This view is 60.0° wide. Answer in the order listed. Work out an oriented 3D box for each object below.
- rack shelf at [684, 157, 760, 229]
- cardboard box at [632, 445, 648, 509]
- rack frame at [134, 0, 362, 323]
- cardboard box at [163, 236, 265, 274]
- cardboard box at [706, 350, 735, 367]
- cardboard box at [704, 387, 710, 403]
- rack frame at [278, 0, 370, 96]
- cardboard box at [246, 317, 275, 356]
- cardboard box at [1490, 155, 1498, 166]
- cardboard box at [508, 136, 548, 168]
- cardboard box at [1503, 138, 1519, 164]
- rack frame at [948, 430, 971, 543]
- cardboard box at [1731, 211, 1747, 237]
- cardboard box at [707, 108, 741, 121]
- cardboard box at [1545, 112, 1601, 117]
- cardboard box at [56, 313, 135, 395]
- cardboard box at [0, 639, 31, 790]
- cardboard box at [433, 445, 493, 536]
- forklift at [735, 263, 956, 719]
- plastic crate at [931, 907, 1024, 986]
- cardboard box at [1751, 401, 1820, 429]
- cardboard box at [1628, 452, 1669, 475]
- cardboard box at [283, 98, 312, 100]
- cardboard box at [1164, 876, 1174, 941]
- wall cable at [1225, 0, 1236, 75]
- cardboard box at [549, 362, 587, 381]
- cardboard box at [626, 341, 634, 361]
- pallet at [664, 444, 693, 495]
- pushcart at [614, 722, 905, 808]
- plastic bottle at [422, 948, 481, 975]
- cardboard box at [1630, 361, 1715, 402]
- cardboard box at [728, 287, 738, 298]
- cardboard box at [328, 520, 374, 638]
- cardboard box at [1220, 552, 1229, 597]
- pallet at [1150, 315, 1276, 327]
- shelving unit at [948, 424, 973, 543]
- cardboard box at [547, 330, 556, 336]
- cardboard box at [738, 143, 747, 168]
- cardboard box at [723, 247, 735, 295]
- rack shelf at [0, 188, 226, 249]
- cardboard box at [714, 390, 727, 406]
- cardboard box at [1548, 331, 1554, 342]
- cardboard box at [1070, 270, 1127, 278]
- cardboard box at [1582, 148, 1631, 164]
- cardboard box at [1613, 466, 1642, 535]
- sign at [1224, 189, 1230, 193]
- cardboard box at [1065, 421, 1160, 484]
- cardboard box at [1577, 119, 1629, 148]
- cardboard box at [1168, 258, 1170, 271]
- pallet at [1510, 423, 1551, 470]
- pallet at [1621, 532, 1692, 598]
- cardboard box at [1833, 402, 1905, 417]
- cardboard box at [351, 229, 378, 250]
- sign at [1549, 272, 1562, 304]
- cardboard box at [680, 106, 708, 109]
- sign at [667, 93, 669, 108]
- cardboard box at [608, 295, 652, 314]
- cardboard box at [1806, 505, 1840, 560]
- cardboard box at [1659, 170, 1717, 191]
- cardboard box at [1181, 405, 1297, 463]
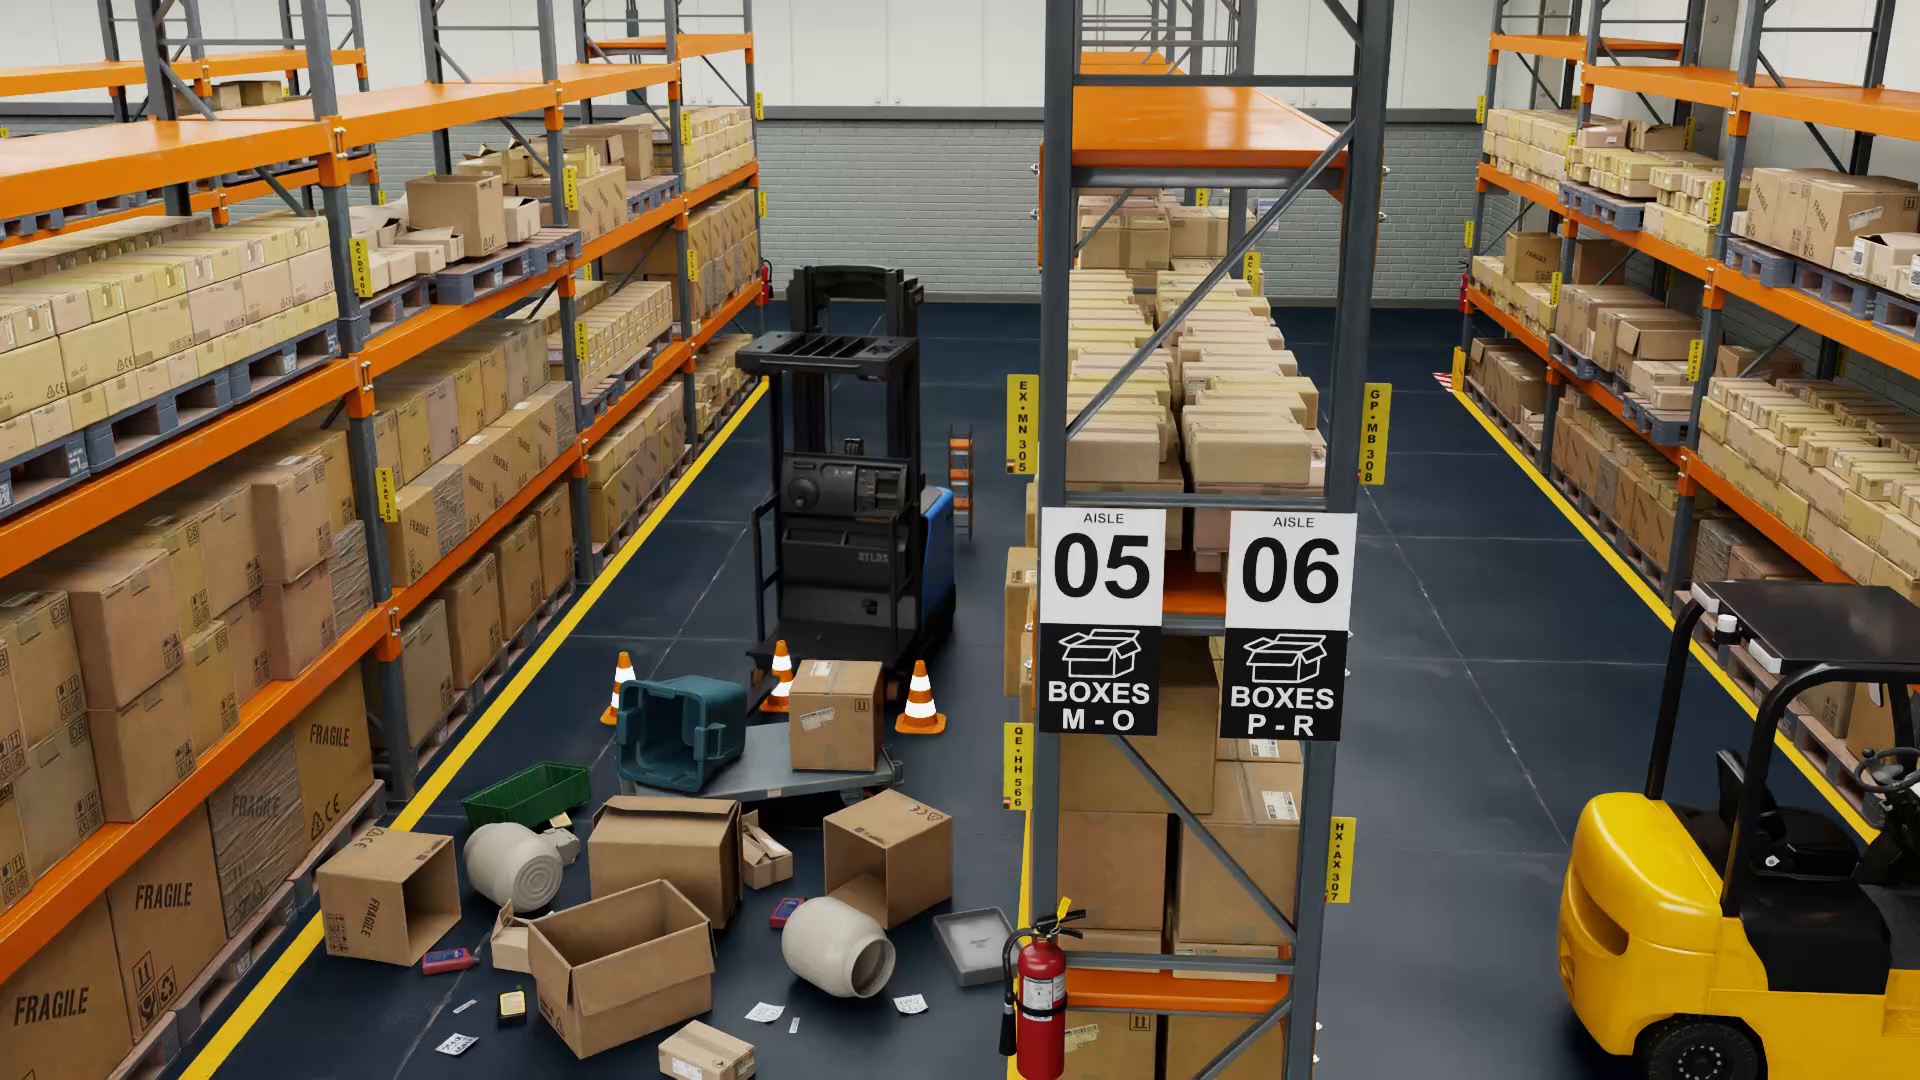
[{"bbox_3d":[-3.188,-4.015,19.023,1.077,0.370,4.000,1,18,4],"label":"rack shelf"},{"bbox_3d":[-3.249,-0.609,15.631,0.500,0.500,0.500,1,18,3],"label":"cardboard box"},{"bbox_3d":[-3.905,-2.676,8.965,1.000,3.000,0.127,1,18,4],"label":"rack frame"},{"bbox_3d":[-3.669,-1.402,8.183,0.380,0.149,0.250,2,18,5],"label":"cardboard box"},{"bbox_3d":[-2.843,-2.186,20.052,0.380,0.149,0.250,2,18,6],"label":"cardboard box"},{"bbox_3d":[-3.054,-1.642,18.871,0.380,0.149,0.250,0,18,1],"label":"cardboard box"},{"bbox_3d":[-7.985,-6.545,20.773,1.000,3.000,0.127,1,18,4],"label":"rack frame"},{"bbox_3d":[-3.666,-1.020,8.297,0.380,0.149,0.250,1,18,4],"label":"cardboard box"},{"bbox_3d":[6.596,-4.576,19.983,0.380,0.149,0.250,2,18,5],"label":"cardboard box"},{"bbox_3d":[-3.777,-3.436,14.711,0.396,0.266,0.258,1,18,4],"label":"cardboard box"},{"bbox_3d":[6.481,-4.410,18.838,0.500,0.250,0.500,1,18,2],"label":"cardboard box"},{"bbox_3d":[-0.005,-0.478,15.022,0.200,1.050,0.008,1,18,4],"label":"rack frame"},{"bbox_3d":[5.949,-2.339,12.293,0.380,0.166,0.250,1,18,4],"label":"cardboard box"},{"bbox_3d":[-2.870,-5.149,20.126,0.380,0.149,0.250,2,18,5],"label":"cardboard box"},{"bbox_3d":[7.059,-4.791,19.196,0.500,0.250,0.500,1,18,2],"label":"cardboard box"},{"bbox_3d":[-3.831,-0.784,6.936,0.500,0.250,0.500,1,18,3],"label":"cardboard box"},{"bbox_3d":[-4.127,0.718,6.266,0.875,0.550,0.550,1,18,4],"label":"cardboard box"},{"bbox_3d":[-3.525,-0.342,11.316,0.500,0.500,0.500,1,18,4],"label":"cardboard box"},{"bbox_3d":[-0.878,-0.374,11.684,1.130,2.935,3.031,4,19,13],"label":"forklift"},{"bbox_3d":[0.109,2.111,8.680,0.402,0.080,0.583,-5,19,-15],"label":"plastic crate"},{"bbox_3d":[5.944,-0.897,11.969,0.380,0.149,0.250,1,18,5],"label":"cardboard box"},{"bbox_3d":[6.193,-0.682,14.814,0.380,0.149,0.250,1,18,3],"label":"cardboard box"},{"bbox_3d":[-8.129,-5.080,20.122,0.700,0.500,0.500,1,18,2],"label":"cardboard box"},{"bbox_3d":[0.987,1.436,6.454,0.380,0.149,0.250,2,18,5],"label":"cardboard box"},{"bbox_3d":[5.552,-8.023,25.223,2.988,3.039,0.133,1,18,4],"label":"wall cable"},{"bbox_3d":[-3.384,-1.435,14.062,0.380,0.149,0.250,2,18,6],"label":"cardboard box"},{"bbox_3d":[-3.272,-1.775,15.578,0.380,0.149,0.250,1,18,2],"label":"cardboard box"},{"bbox_3d":[-3.386,-0.743,17.178,1.003,0.211,1.213,1,18,4],"label":"pallet"},{"bbox_3d":[-1.238,1.465,10.174,1.648,0.377,0.936,-5,19,-15],"label":"pushcart"},{"bbox_3d":[-2.615,2.162,8.553,0.283,0.061,0.133,-5,19,-15],"label":"plastic bottle"},{"bbox_3d":[6.030,-1.342,14.095,0.500,0.250,0.500,0,18,1],"label":"cardboard box"},{"bbox_3d":[-2.888,-3.010,20.021,0.380,0.149,0.250,0,18,1],"label":"cardboard box"},{"bbox_3d":[-3.920,0.218,9.525,0.875,0.550,0.550,1,18,4],"label":"cardboard box"},{"bbox_3d":[1.100,0.094,5.731,0.380,0.149,0.250,1,18,4],"label":"cardboard box"},{"bbox_3d":[1.190,-1.272,9.798,1.213,0.211,1.003,1,18,4],"label":"pallet"},{"bbox_3d":[0.004,-0.516,15.137,0.215,1.050,0.252,1,18,4],"label":"shelving unit"},{"bbox_3d":[-3.947,-1.853,15.340,0.380,0.149,0.250,2,18,5],"label":"cardboard box"},{"bbox_3d":[-2.843,-4.601,19.896,0.500,0.250,0.500,1,18,4],"label":"cardboard box"},{"bbox_3d":[-2.935,-3.124,19.327,0.500,0.500,0.500,2,18,7],"label":"cardboard box"},{"bbox_3d":[-8.415,-2.914,15.665,1.077,0.370,4.000,1,18,4],"label":"rack shelf"},{"bbox_3d":[-2.933,-1.664,19.416,0.380,0.149,0.250,1,18,2],"label":"cardboard box"},{"bbox_3d":[6.335,-2.106,17.265,0.380,0.149,0.250,2,18,5],"label":"cardboard box"},{"bbox_3d":[0.691,-1.341,8.829,0.380,0.149,0.250,1,18,3],"label":"cardboard box"},{"bbox_3d":[6.157,-3.648,15.840,0.380,0.149,0.250,2,18,5],"label":"cardboard box"},{"bbox_3d":[6.174,-0.344,14.824,0.500,0.500,0.500,2,18,6],"label":"cardboard box"},{"bbox_3d":[4.325,-5.591,26.168,0.339,0.242,0.001,1,18,4],"label":"sign"},{"bbox_3d":[0.482,-0.300,5.655,0.380,0.149,0.250,1,18,4],"label":"cardboard box"},{"bbox_3d":[6.194,-3.927,16.025,0.396,0.266,0.258,1,18,3],"label":"cardboard box"},{"bbox_3d":[1.516,-1.630,10.156,0.500,0.250,0.500,1,18,3],"label":"cardboard box"},{"bbox_3d":[6.614,-1.009,17.991,1.003,0.211,1.213,1,18,4],"label":"pallet"},{"bbox_3d":[6.368,0.215,14.254,1.003,0.211,1.213,1,18,4],"label":"pallet"},{"bbox_3d":[6.521,-0.888,11.942,0.380,0.149,0.250,1,18,3],"label":"cardboard box"},{"bbox_3d":[-4.036,-1.815,10.560,0.500,0.250,0.500,1,18,3],"label":"cardboard box"},{"bbox_3d":[6.022,-2.542,16.801,0.100,0.325,0.005,1,18,4],"label":"sign"},{"bbox_3d":[-3.295,-5.238,20.398,0.380,0.149,0.250,1,18,3],"label":"cardboard box"},{"bbox_3d":[-3.586,-5.405,20.707,0.100,0.325,0.005,1,18,4],"label":"sign"},{"bbox_3d":[-3.223,-2.298,16.221,0.380,0.149,0.250,1,18,4],"label":"cardboard box"},{"bbox_3d":[5.862,-0.037,10.788,0.500,0.250,0.500,1,18,4],"label":"cardboard box"},{"bbox_3d":[6.084,-3.002,13.899,0.380,0.149,0.250,1,18,3],"label":"cardboard box"},{"bbox_3d":[0.984,-0.373,5.877,0.380,0.149,0.250,1,18,4],"label":"cardboard box"}]
